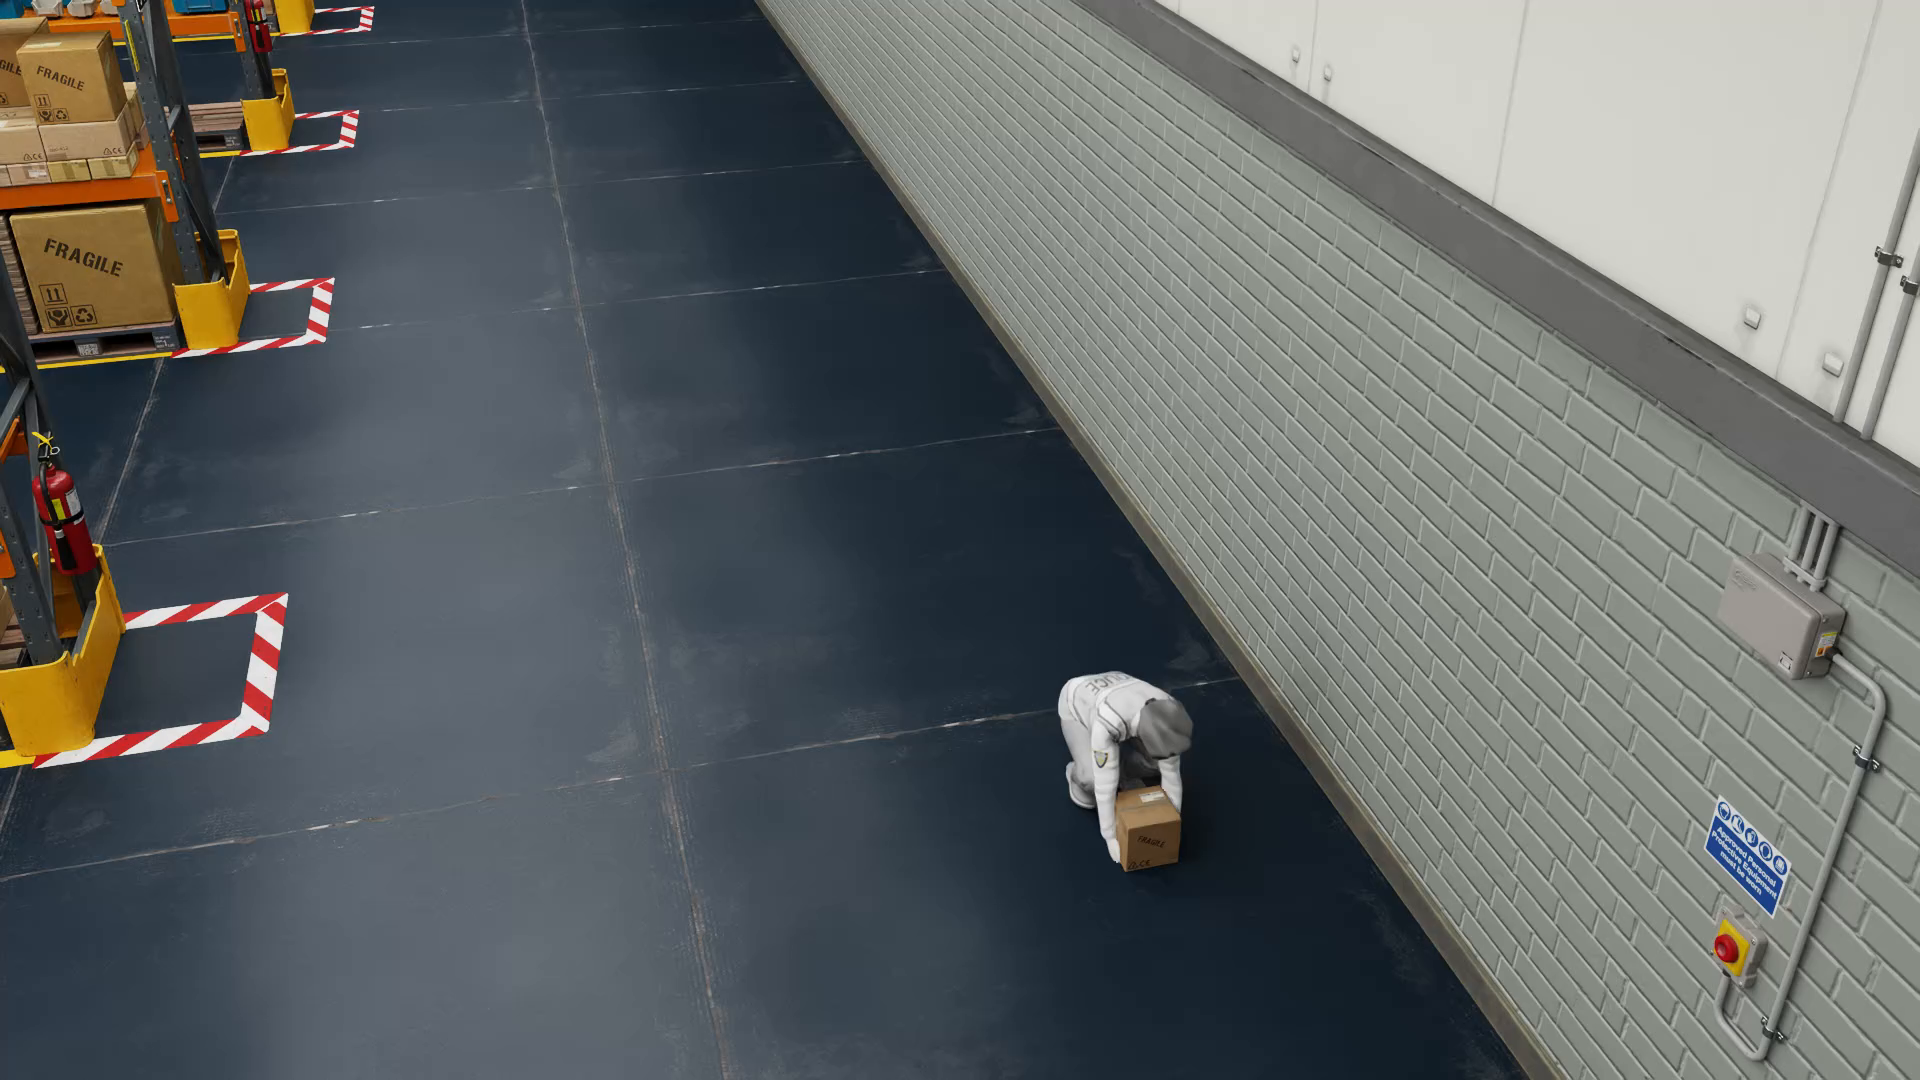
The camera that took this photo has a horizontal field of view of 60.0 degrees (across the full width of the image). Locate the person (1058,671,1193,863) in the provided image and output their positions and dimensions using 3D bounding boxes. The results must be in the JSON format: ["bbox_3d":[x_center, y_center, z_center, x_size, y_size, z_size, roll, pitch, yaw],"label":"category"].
[{"bbox_3d":[0.741,0.928,7.551,0.473,0.848,0.873,-8,31,-13],"label":"person"}]
